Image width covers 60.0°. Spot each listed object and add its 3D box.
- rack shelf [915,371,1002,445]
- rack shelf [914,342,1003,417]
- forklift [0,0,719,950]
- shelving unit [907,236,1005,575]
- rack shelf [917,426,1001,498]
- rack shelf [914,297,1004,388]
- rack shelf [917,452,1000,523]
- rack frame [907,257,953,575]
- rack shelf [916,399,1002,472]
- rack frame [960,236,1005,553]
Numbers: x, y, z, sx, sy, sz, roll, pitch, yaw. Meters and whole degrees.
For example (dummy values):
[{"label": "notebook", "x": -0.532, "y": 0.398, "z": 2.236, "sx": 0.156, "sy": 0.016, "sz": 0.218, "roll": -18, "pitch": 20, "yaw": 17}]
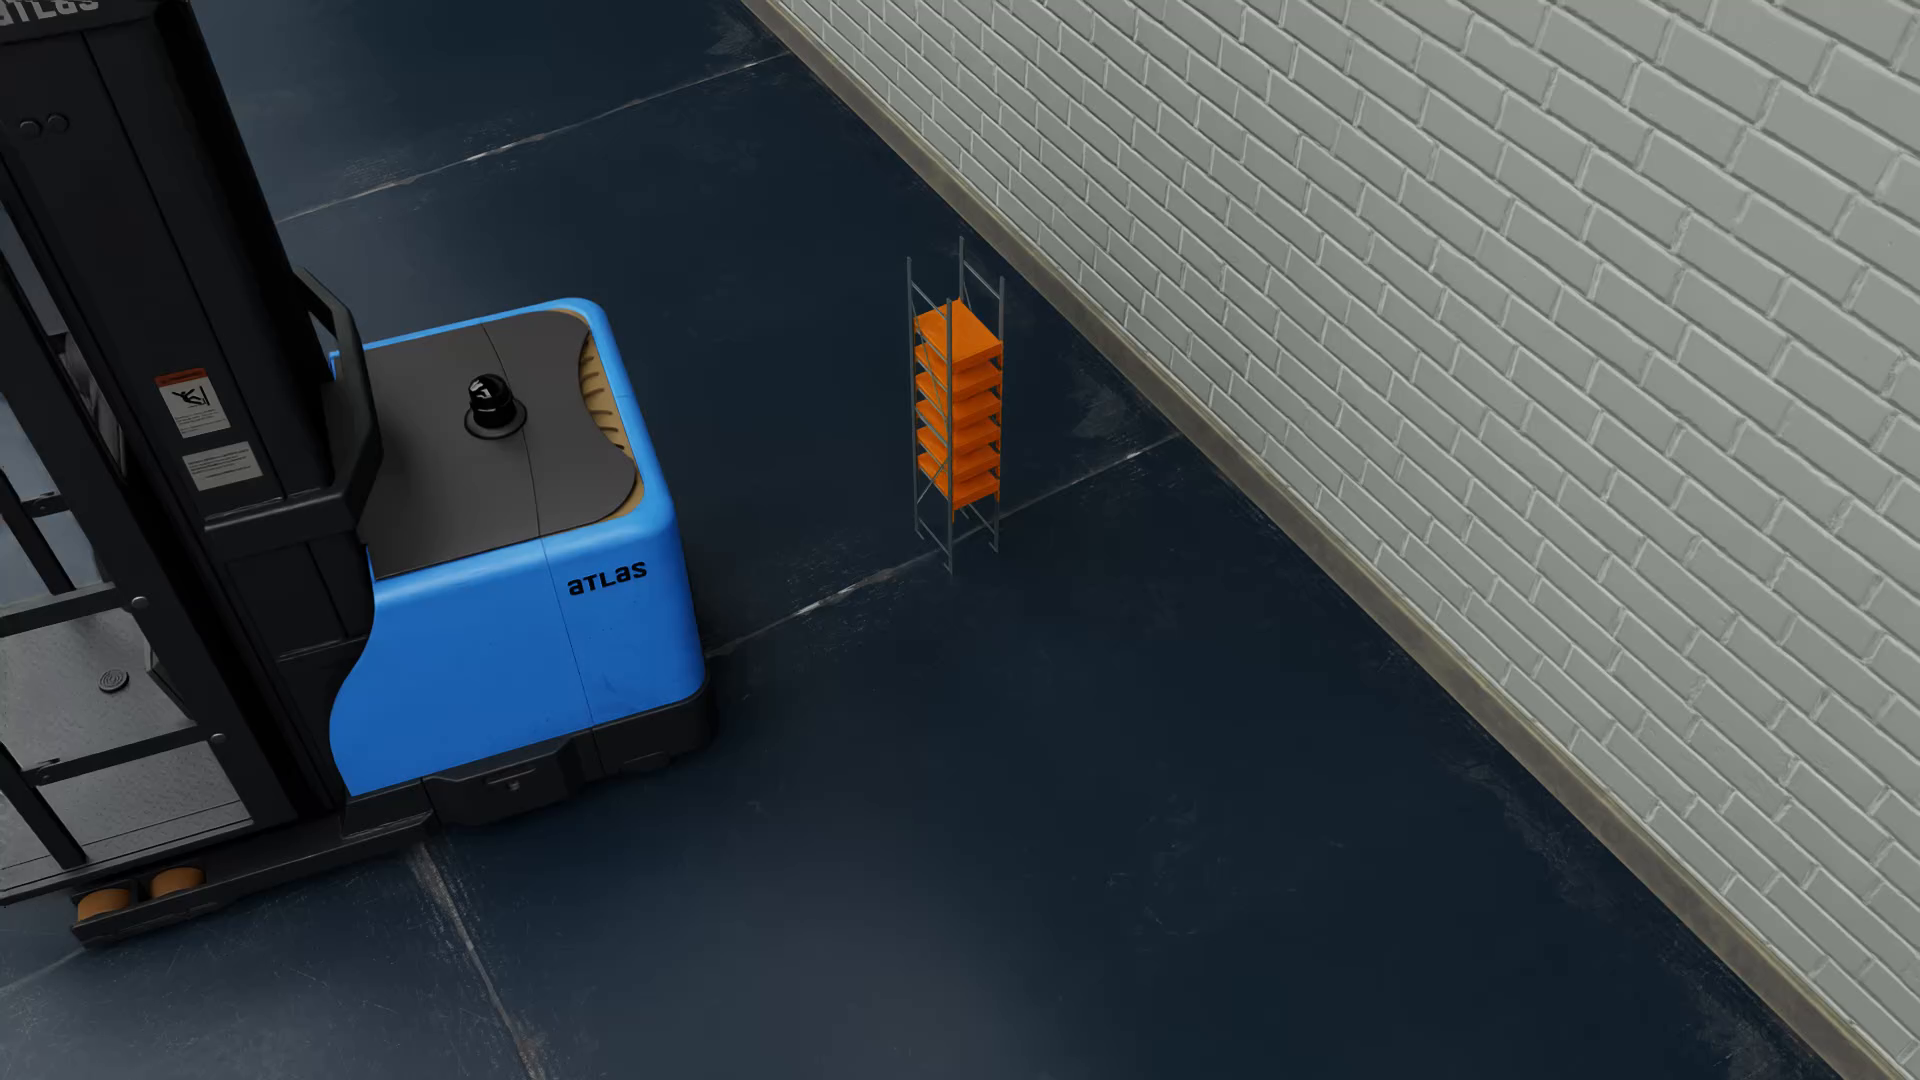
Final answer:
[{"label": "rack shelf", "x": -0.012, "y": -0.444, "z": 5.240, "sx": 0.180, "sy": 0.103, "sz": 0.258, "roll": -25, "pitch": 53, "yaw": -21}, {"label": "rack shelf", "x": -0.012, "y": -0.523, "z": 5.151, "sx": 0.180, "sy": 0.103, "sz": 0.258, "roll": -25, "pitch": 53, "yaw": -21}, {"label": "forklift", "x": -2.319, "y": -0.281, "z": 4.038, "sx": 3.031, "sy": 2.935, "sz": 1.130, "roll": -16, "pitch": 50, "yaw": -14}, {"label": "shelving unit", "x": -0.012, "y": -0.393, "z": 5.297, "sx": 0.189, "sy": 1.200, "sz": 0.258, "roll": -25, "pitch": 53, "yaw": -21}, {"label": "rack shelf", "x": -0.012, "y": -0.284, "z": 5.420, "sx": 0.180, "sy": 0.103, "sz": 0.258, "roll": -25, "pitch": 53, "yaw": -21}, {"label": "rack shelf", "x": -0.012, "y": -0.603, "z": 5.061, "sx": 0.180, "sy": 0.103, "sz": 0.258, "roll": -25, "pitch": 53, "yaw": -21}, {"label": "rack shelf", "x": -0.012, "y": -0.204, "z": 5.509, "sx": 0.180, "sy": 0.103, "sz": 0.258, "roll": -25, "pitch": 53, "yaw": -21}, {"label": "rack frame", "x": -0.090, "y": -0.357, "z": 5.264, "sx": 0.006, "sy": 1.200, "sz": 0.240, "roll": -25, "pitch": 53, "yaw": -21}, {"label": "rack shelf", "x": -0.012, "y": -0.364, "z": 5.330, "sx": 0.180, "sy": 0.103, "sz": 0.258, "roll": -25, "pitch": 53, "yaw": -21}, {"label": "rack frame", "x": 0.065, "y": -0.430, "z": 5.329, "sx": 0.006, "sy": 1.200, "sz": 0.240, "roll": -25, "pitch": 53, "yaw": -21}]
